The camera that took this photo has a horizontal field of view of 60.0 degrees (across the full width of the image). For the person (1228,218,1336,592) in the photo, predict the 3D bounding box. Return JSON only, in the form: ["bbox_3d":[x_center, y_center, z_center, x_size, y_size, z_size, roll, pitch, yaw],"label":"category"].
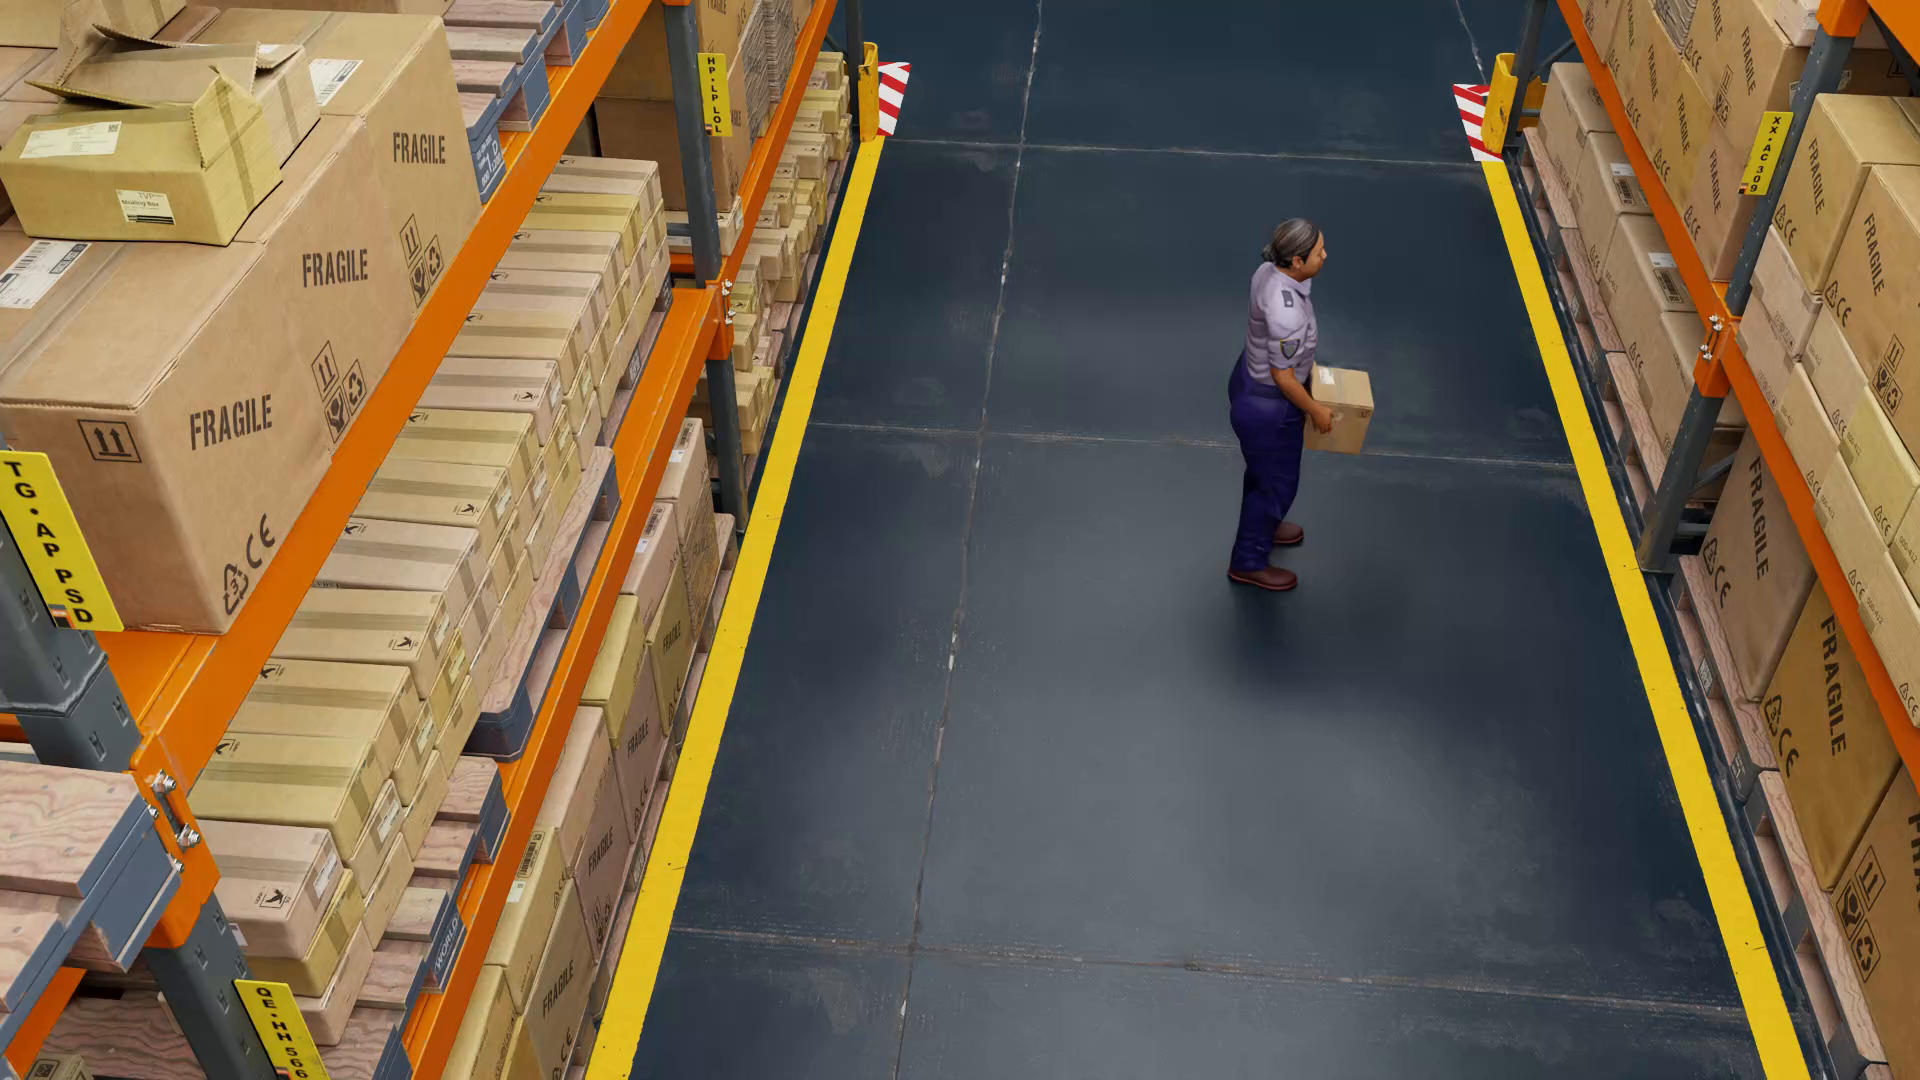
[{"bbox_3d":[1.319,-0.572,6.834,0.423,1.656,0.506,3,40,3],"label":"person"}]
